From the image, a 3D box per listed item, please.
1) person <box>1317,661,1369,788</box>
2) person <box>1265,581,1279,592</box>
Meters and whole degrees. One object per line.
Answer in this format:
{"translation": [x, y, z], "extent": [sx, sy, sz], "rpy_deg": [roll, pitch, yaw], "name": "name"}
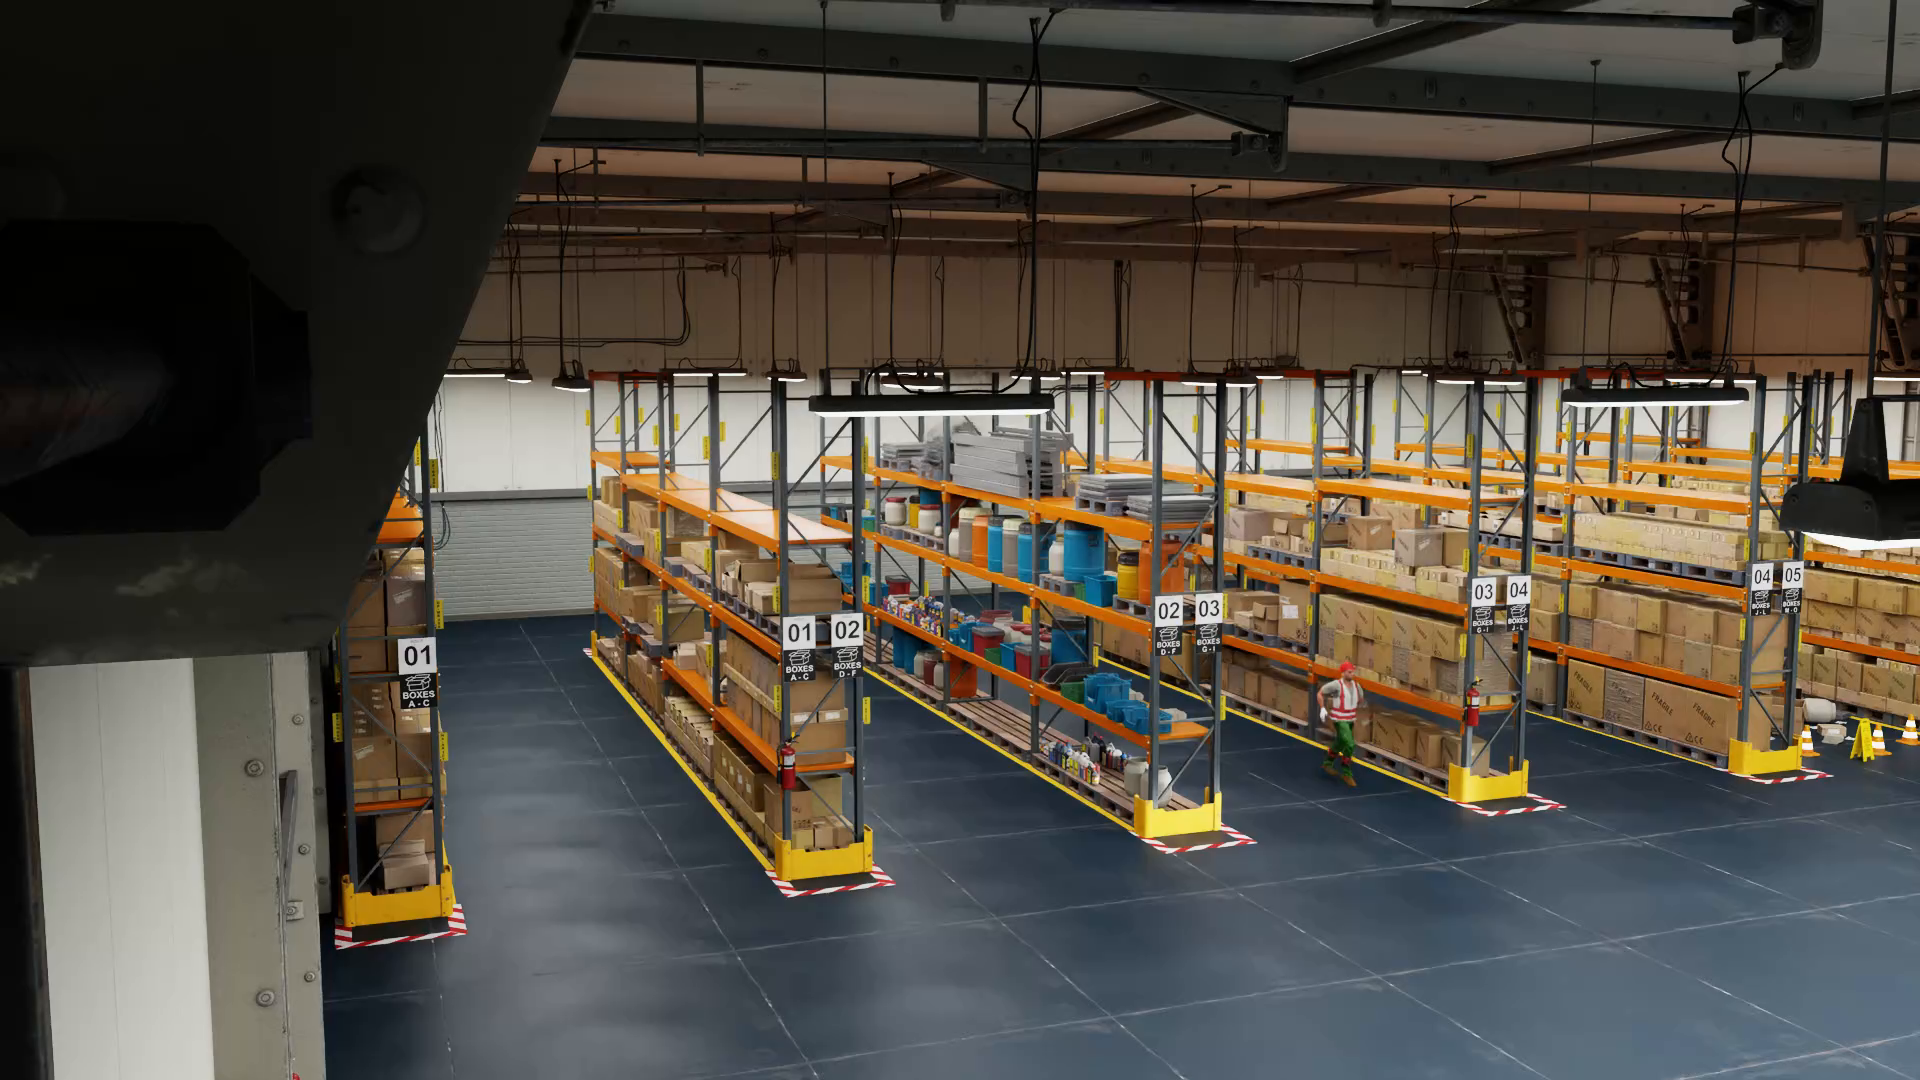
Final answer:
{"translation": [5.662, 2.700, 24.561], "extent": [0.643, 1.844, 0.876], "rpy_deg": [-4, 8, -35], "name": "person"}
{"translation": [8.010, 0.779, 42.083], "extent": [0.892, 1.749, 0.641], "rpy_deg": [-2, 7, -15], "name": "person"}
